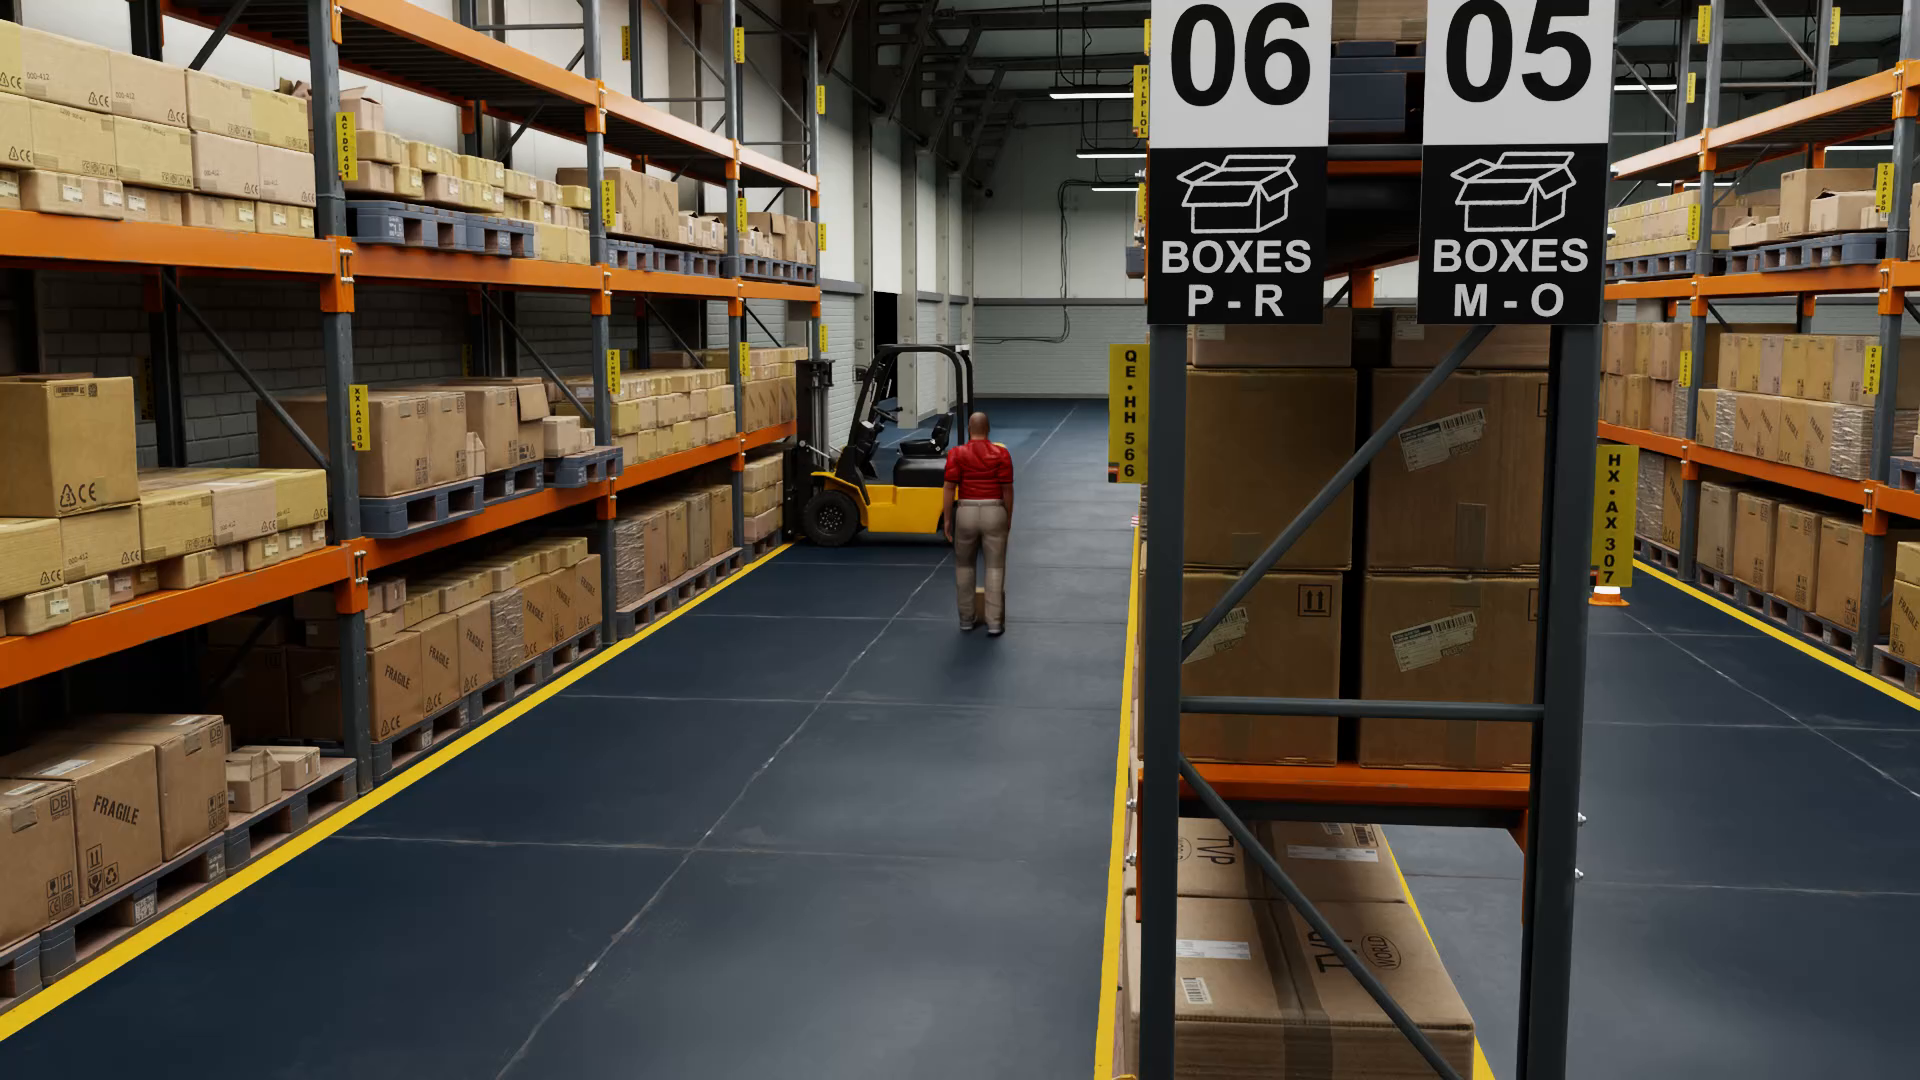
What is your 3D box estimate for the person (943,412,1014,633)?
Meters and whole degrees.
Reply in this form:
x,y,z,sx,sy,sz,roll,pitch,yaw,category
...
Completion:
x,y,z,sx,sy,sz,roll,pitch,yaw,category
0.153,-0.138,12.976,0.548,1.729,0.519,1,8,8,person
